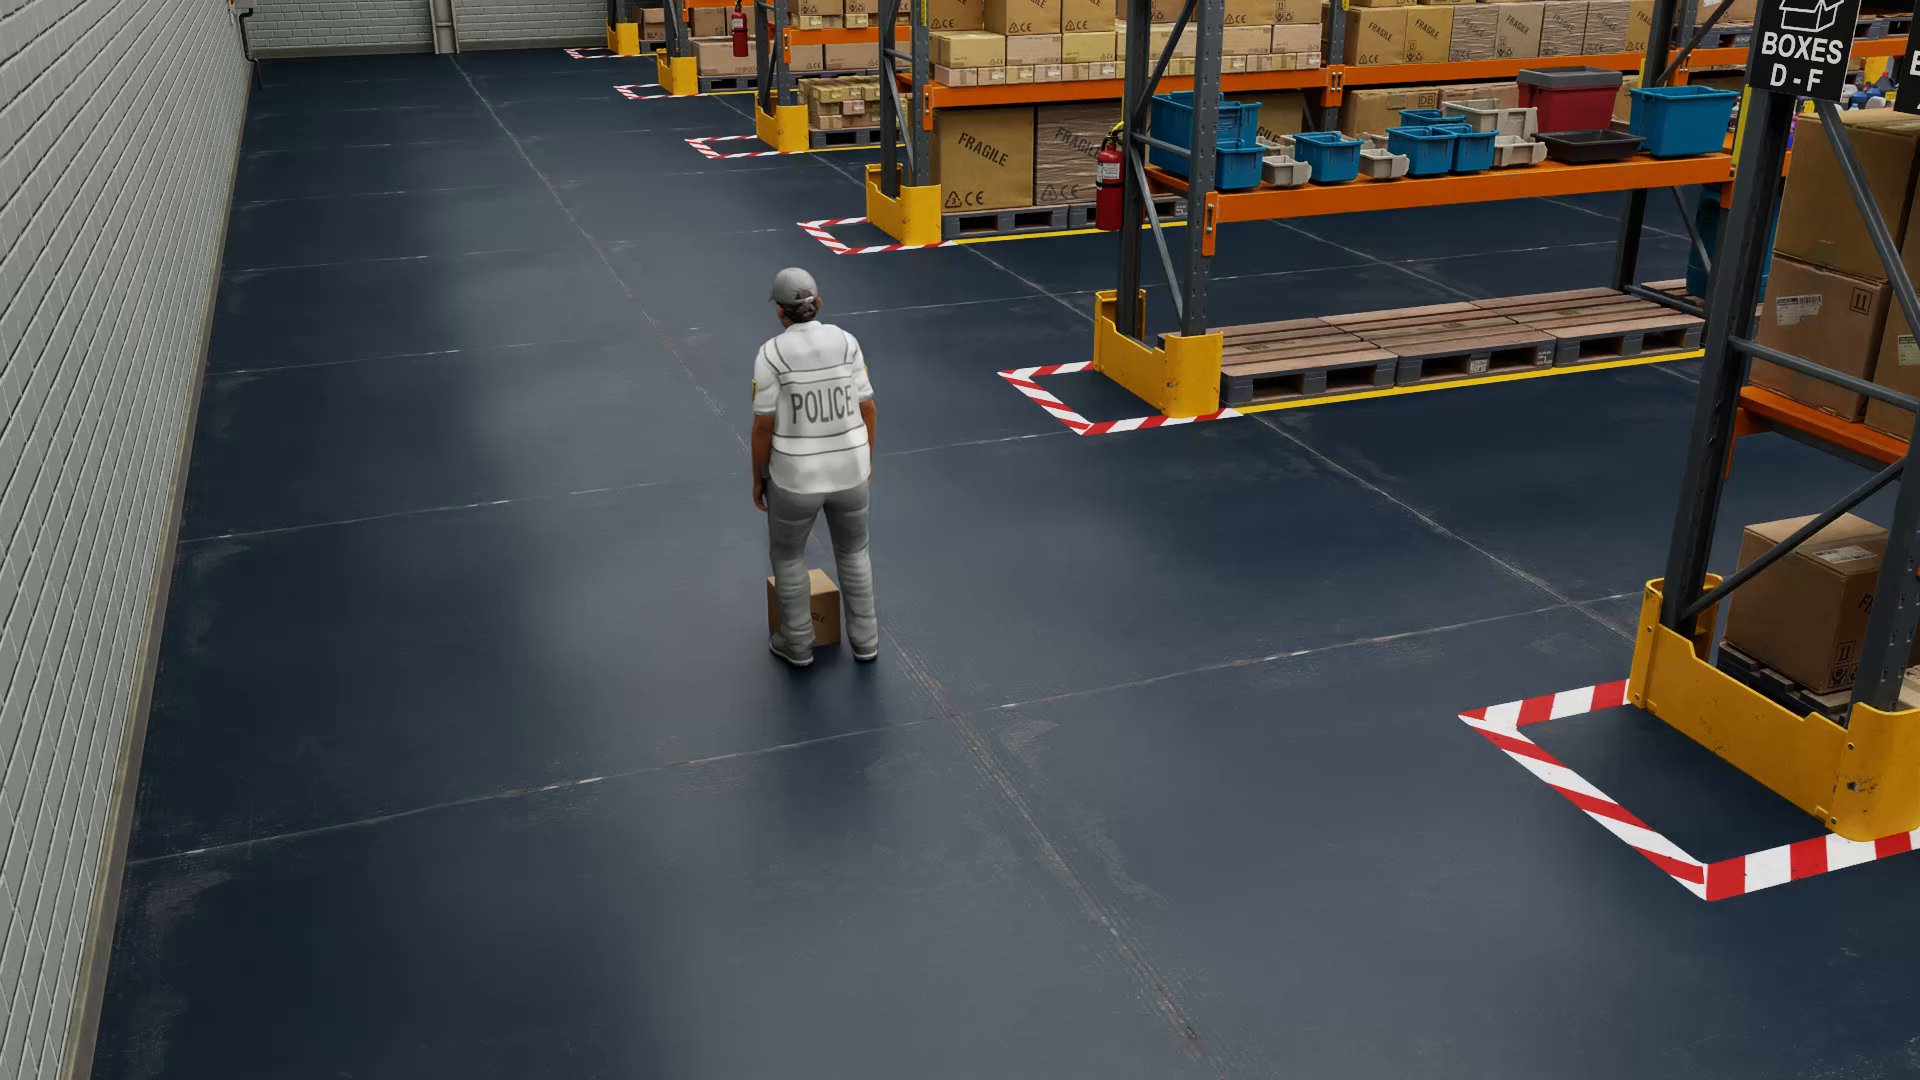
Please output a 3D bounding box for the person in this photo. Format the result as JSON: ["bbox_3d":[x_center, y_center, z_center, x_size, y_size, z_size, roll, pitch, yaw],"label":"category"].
[{"bbox_3d":[-0.582,-0.273,6.739,0.546,1.665,0.467,-10,25,-22],"label":"person"}]
